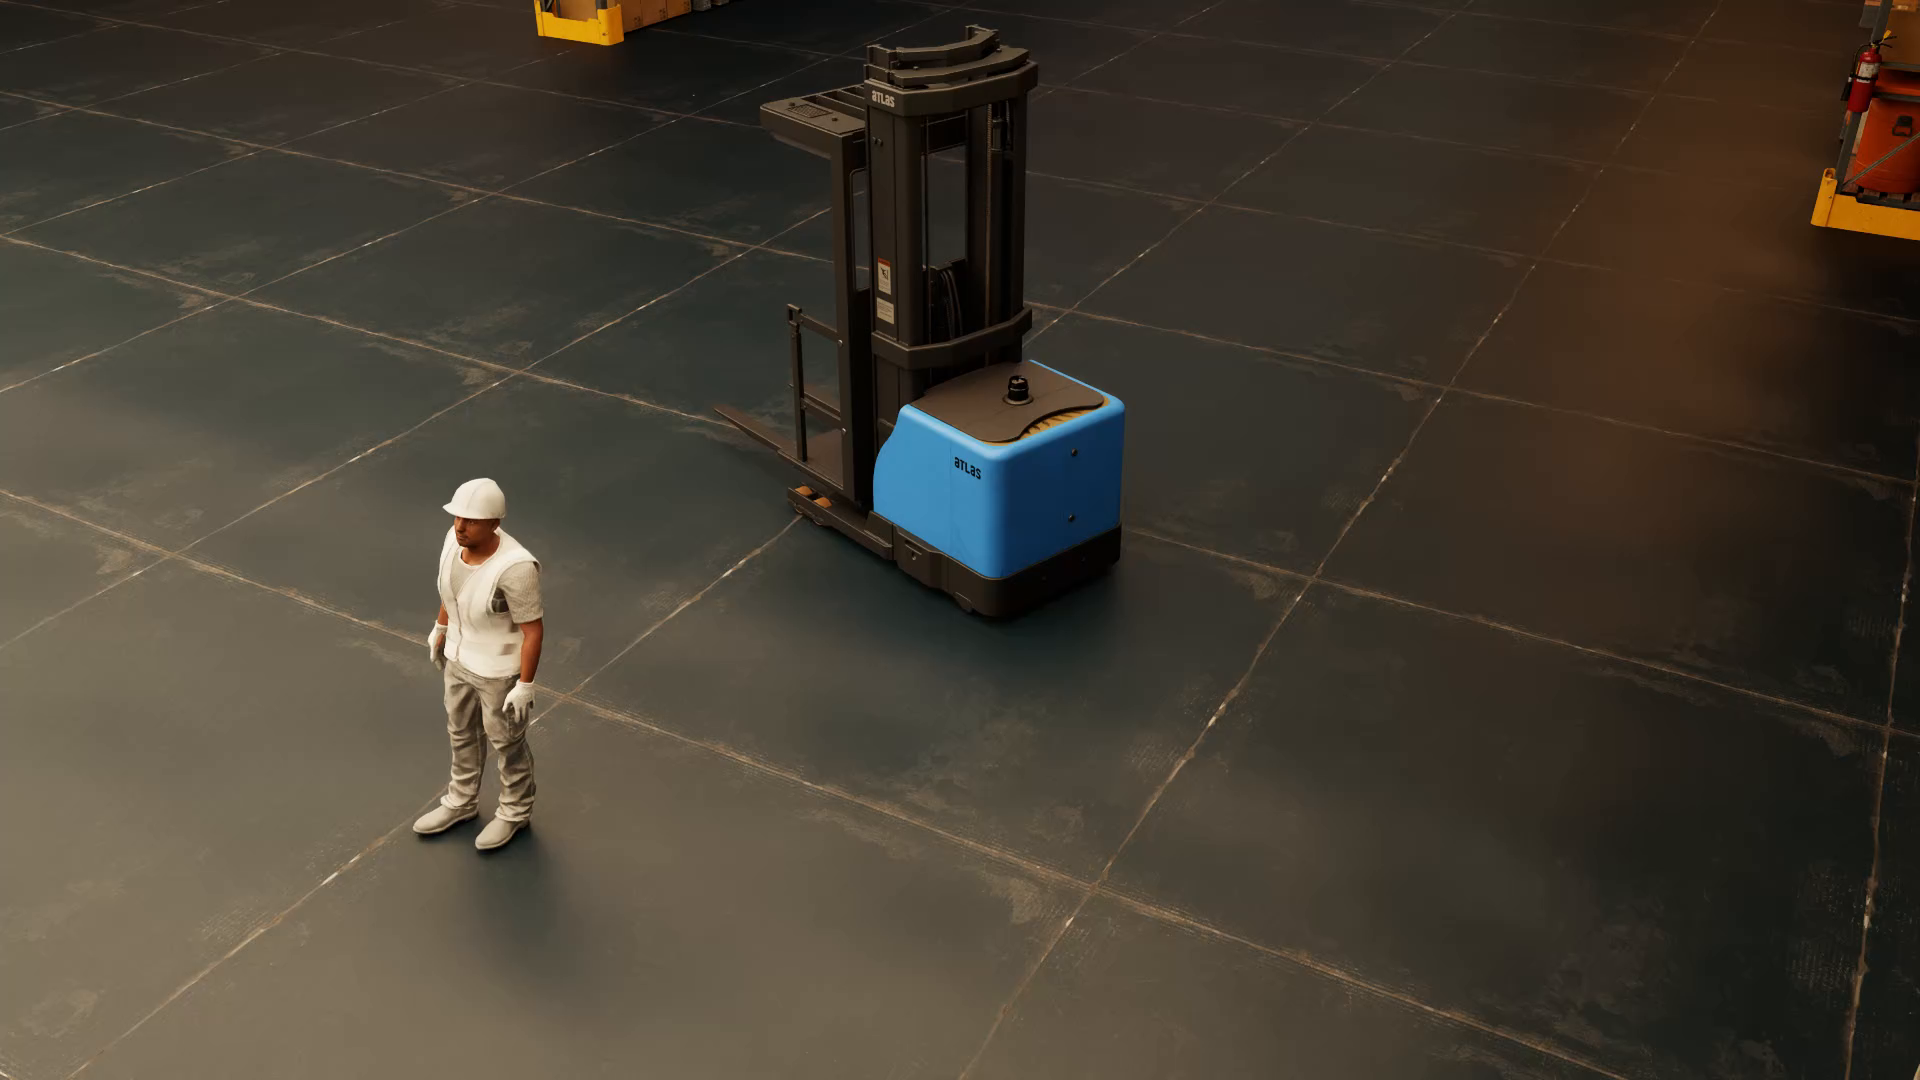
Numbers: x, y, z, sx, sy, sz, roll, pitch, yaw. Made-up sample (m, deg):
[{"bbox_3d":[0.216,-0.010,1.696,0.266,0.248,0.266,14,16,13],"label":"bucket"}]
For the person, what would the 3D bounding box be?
[{"bbox_3d":[-2.112,0.562,7.230,0.657,1.785,0.575,22,37,34],"label":"person"}]

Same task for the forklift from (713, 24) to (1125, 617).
[{"bbox_3d":[-0.412,-1.507,9.682,1.130,2.935,3.031,-23,37,-35],"label":"forklift"}]
